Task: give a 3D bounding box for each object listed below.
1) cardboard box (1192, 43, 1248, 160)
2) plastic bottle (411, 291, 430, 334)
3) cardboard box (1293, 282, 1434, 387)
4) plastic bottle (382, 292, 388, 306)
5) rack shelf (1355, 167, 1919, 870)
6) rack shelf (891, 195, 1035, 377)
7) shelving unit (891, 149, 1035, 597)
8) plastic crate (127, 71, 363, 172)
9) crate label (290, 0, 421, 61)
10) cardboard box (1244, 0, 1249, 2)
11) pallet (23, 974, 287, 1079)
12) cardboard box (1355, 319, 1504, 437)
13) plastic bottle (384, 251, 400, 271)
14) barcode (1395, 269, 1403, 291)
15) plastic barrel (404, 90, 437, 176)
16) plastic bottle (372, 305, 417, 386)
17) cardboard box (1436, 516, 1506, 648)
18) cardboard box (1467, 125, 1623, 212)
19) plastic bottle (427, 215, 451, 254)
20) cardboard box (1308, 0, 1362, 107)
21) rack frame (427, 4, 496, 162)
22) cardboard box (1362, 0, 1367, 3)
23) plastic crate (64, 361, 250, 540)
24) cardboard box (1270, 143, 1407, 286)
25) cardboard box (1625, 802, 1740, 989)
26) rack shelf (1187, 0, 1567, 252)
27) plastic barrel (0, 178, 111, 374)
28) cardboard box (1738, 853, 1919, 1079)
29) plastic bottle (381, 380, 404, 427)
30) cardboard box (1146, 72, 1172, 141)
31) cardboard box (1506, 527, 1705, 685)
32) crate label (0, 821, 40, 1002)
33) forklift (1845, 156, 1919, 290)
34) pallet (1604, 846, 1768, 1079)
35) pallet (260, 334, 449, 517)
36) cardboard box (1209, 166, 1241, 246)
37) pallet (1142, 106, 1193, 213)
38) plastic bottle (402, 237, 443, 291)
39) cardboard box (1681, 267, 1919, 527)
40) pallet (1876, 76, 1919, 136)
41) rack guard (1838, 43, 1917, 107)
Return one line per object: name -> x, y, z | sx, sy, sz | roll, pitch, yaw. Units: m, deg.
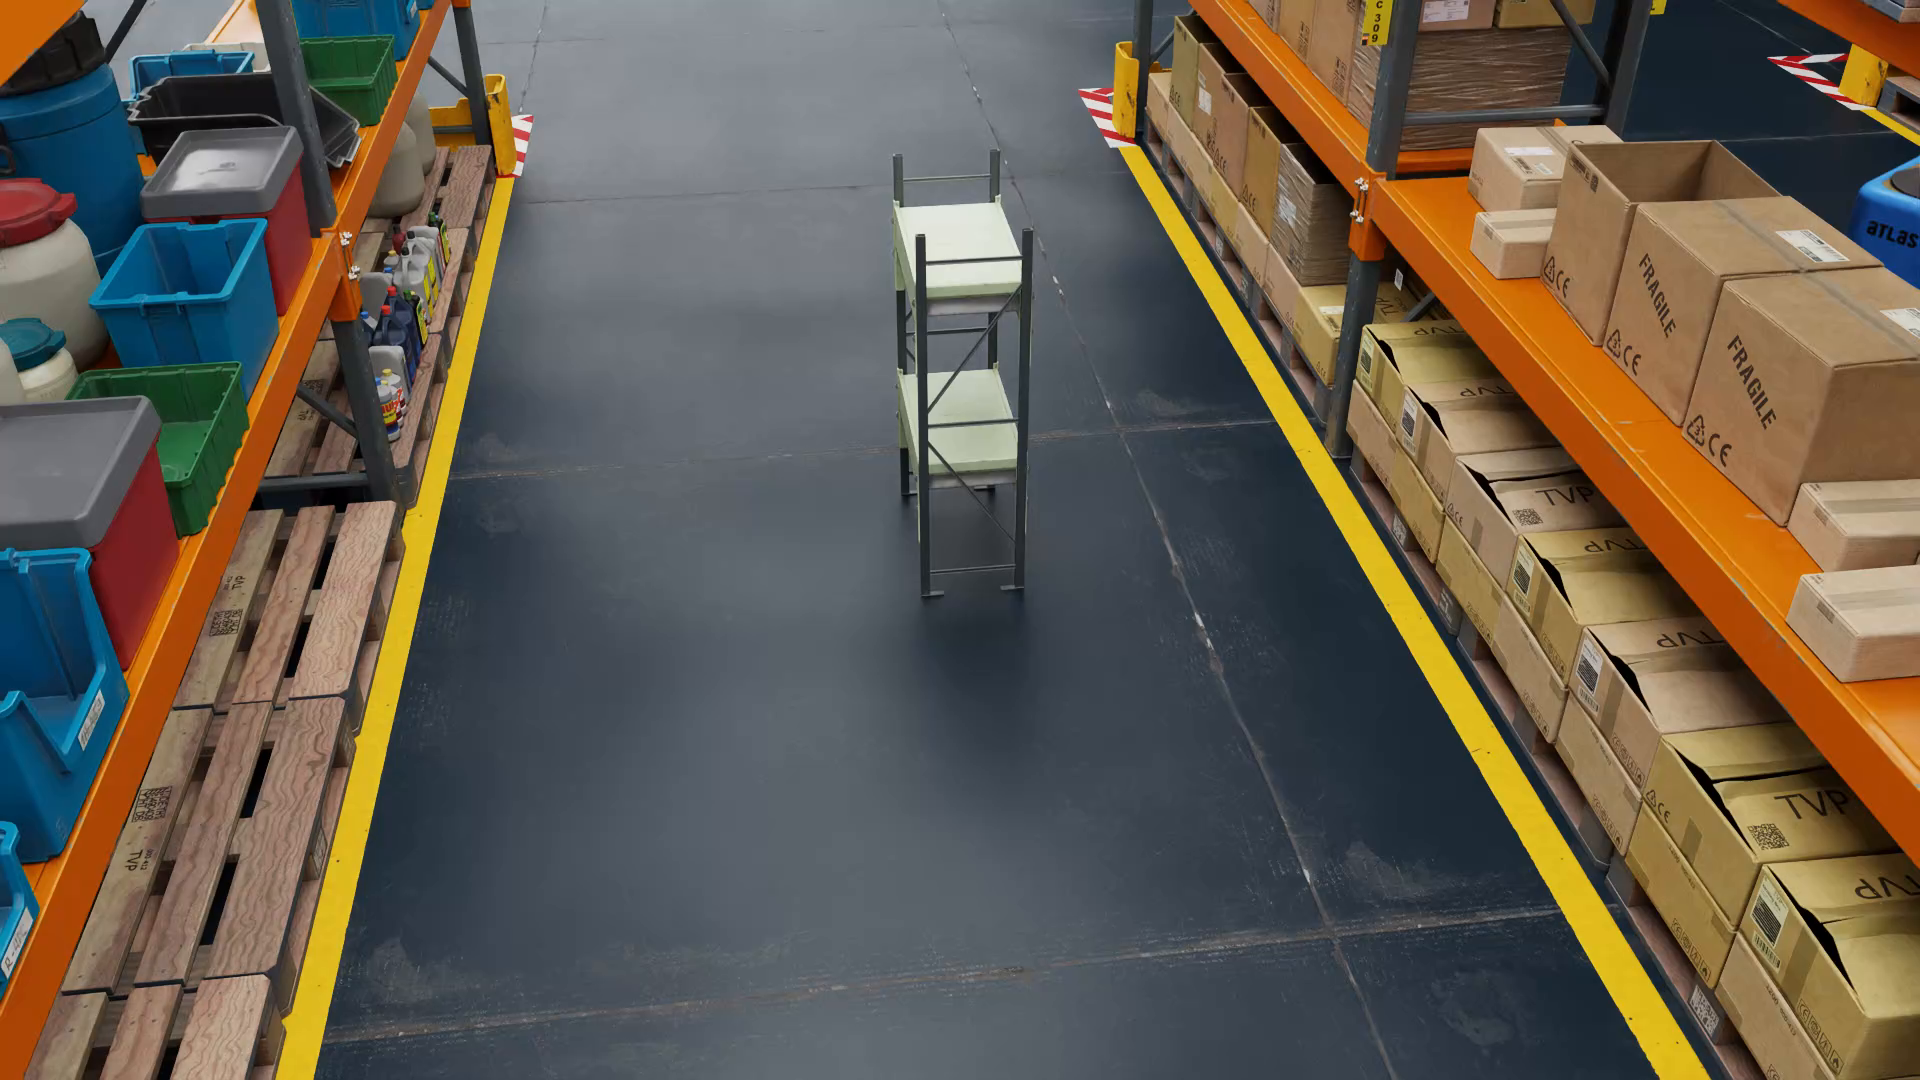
cardboard box -> 1.575, -2.364, 8.958 | 0.500, 0.500, 0.500 | -4, 35, -6
plastic bottle -> -2.534, -1.057, 7.732 | 0.097, 0.201, 0.097 | 0, 34, 0
cardboard box -> 1.834, -0.937, 7.530 | 0.500, 0.250, 0.500 | -4, 35, -6
plastic bottle -> -2.576, -1.005, 7.594 | 0.097, 0.271, 0.097 | 0, 34, 0
rack shelf -> 2.382, -0.244, 5.084 | 1.077, 0.370, 4.000 | -4, 35, -6
rack shelf -> -0.001, -0.946, 6.113 | 0.431, 0.370, 0.720 | -4, 35, -6
shelving unit -> -0.001, -0.623, 6.333 | 0.431, 1.500, 0.755 | -4, 35, -6
plastic crate -> -2.741, -1.561, 6.432 | 0.767, 0.338, 0.504 | -4, 35, -6
crate label -> -2.819, -2.525, 7.760 | 0.502, 0.435, 0.616 | -4, 35, -6
cardboard box -> 1.761, -3.099, 8.546 | 0.700, 0.500, 0.500 | -4, 34, -6
pallet -> -2.324, 1.665, 4.120 | 1.003, 0.211, 1.213 | -4, 35, -6
cardboard box -> 1.921, -0.677, 6.651 | 0.500, 0.311, 0.500 | -4, 35, -6
plastic bottle -> -2.749, -1.311, 8.104 | 0.097, 0.201, 0.097 | 0, 34, 0
barcode -> 1.734, -1.029, 6.573 | 0.001, 0.075, 0.075 | -4, 35, -6
plastic barrel -> -3.170, -2.301, 9.299 | 0.421, 0.512, 0.421 | 0, 34, 0
plastic bottle -> -2.494, -0.854, 7.301 | 0.144, 0.351, 0.185 | -3, 34, -5
cardboard box -> 2.061, 0.123, 5.975 | 0.500, 0.250, 0.500 | -5, 35, -8
cardboard box -> 2.222, -1.324, 6.163 | 0.500, 0.250, 0.500 | -2, 34, -3
plastic bottle -> -2.653, -1.551, 8.456 | 0.097, 0.201, 0.097 | 0, 34, 0
cardboard box -> 1.969, -2.240, 7.284 | 0.700, 0.500, 0.500 | -5, 35, -7
rack frame -> -3.334, -3.517, 9.247 | 1.000, 3.000, 0.127 | -4, 35, -6
cardboard box -> 1.832, -2.241, 6.710 | 0.380, 0.149, 0.250 | -5, 35, -7
plastic crate -> -2.282, -0.247, 4.636 | 0.450, 0.188, 0.662 | -4, 35, -6
cardboard box -> 1.778, -1.527, 7.730 | 0.500, 0.500, 0.500 | -4, 35, -6
cardboard box -> 2.265, 0.975, 4.725 | 0.500, 0.250, 0.500 | -5, 35, -7
rack shelf -> 1.844, -2.476, 8.359 | 1.077, 0.370, 4.000 | -4, 35, -6
plastic barrel -> -2.885, -0.790, 5.125 | 0.433, 0.535, 0.433 | 0, 34, 0
cardboard box -> 2.336, 1.032, 4.143 | 0.500, 0.311, 0.500 | -3, 34, -5
plastic bottle -> -2.418, -0.578, 7.028 | 0.097, 0.201, 0.097 | 0, 34, 0
cardboard box -> 1.426, -2.611, 9.986 | 0.500, 0.250, 0.500 | -4, 35, -6
cardboard box -> 2.129, 0.181, 5.392 | 0.500, 0.311, 0.500 | -3, 34, -5
crate label -> -1.944, 0.753, 3.130 | 0.303, 0.233, 0.416 | -4, 35, -6
forklift -> 5.143, -1.365, 6.151 | 1.130, 2.935, 3.031 | -25, 41, -32
pallet -> 2.578, 1.264, 4.707 | 1.003, 0.211, 1.213 | -4, 35, -6
pallet -> -2.845, -0.510, 7.311 | 1.003, 0.211, 1.213 | -4, 35, -6
cardboard box -> 1.626, -1.774, 8.758 | 0.500, 0.250, 0.500 | -4, 35, -6
pallet -> 1.719, -2.314, 9.958 | 1.003, 0.211, 1.213 | -4, 35, -6
plastic bottle -> -2.627, -1.361, 8.112 | 0.152, 0.276, 0.135 | -5, 35, -8
cardboard box -> 2.409, -0.402, 4.587 | 0.500, 0.500, 0.500 | -6, 35, -9
pallet -> 6.567, -2.616, 10.402 | 1.003, 0.211, 1.213 | -4, 35, -6
rack guard -> 6.493, -3.192, 10.990 | 1.175, 0.500, 0.348 | -4, 35, -6
